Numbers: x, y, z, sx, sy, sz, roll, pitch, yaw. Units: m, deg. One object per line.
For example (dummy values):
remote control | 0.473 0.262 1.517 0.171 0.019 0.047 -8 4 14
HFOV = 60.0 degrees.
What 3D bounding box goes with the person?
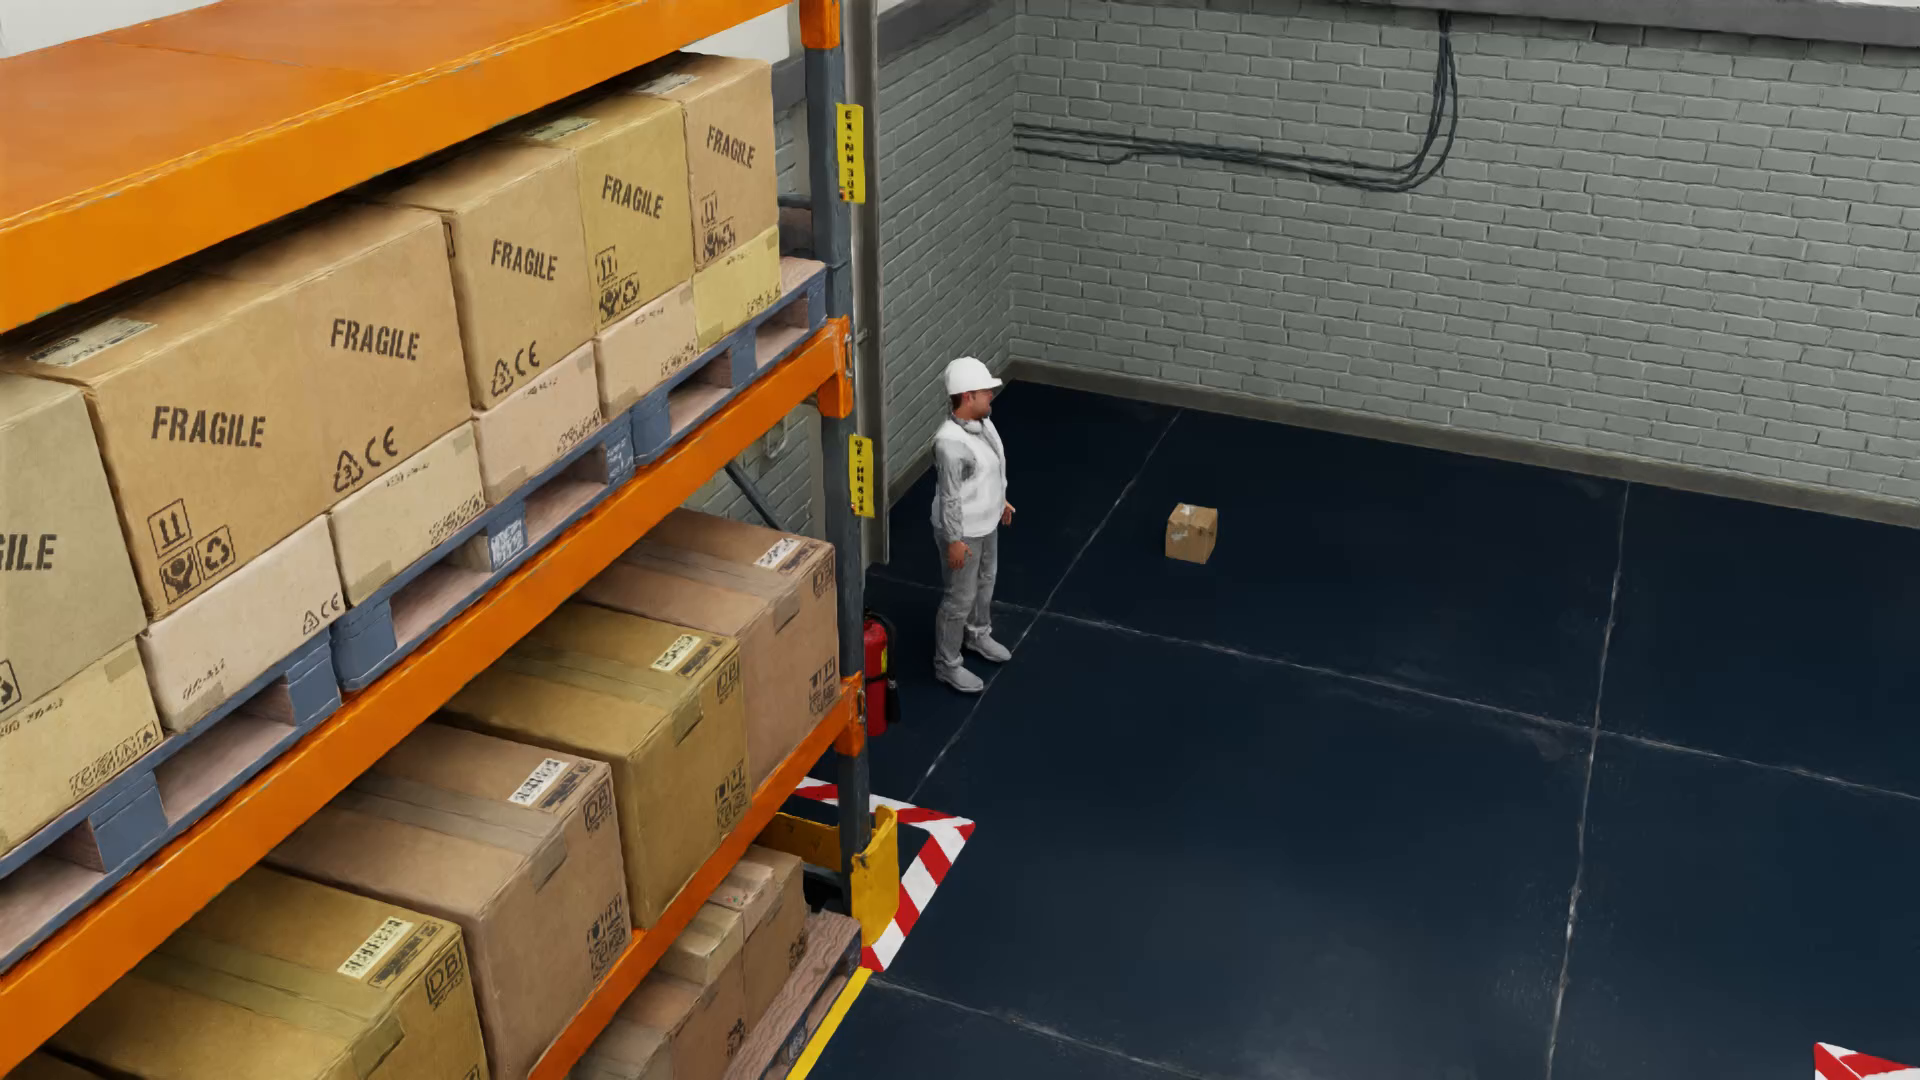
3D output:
person | 0.057 -0.099 8.501 0.391 1.781 0.571 9 31 16
